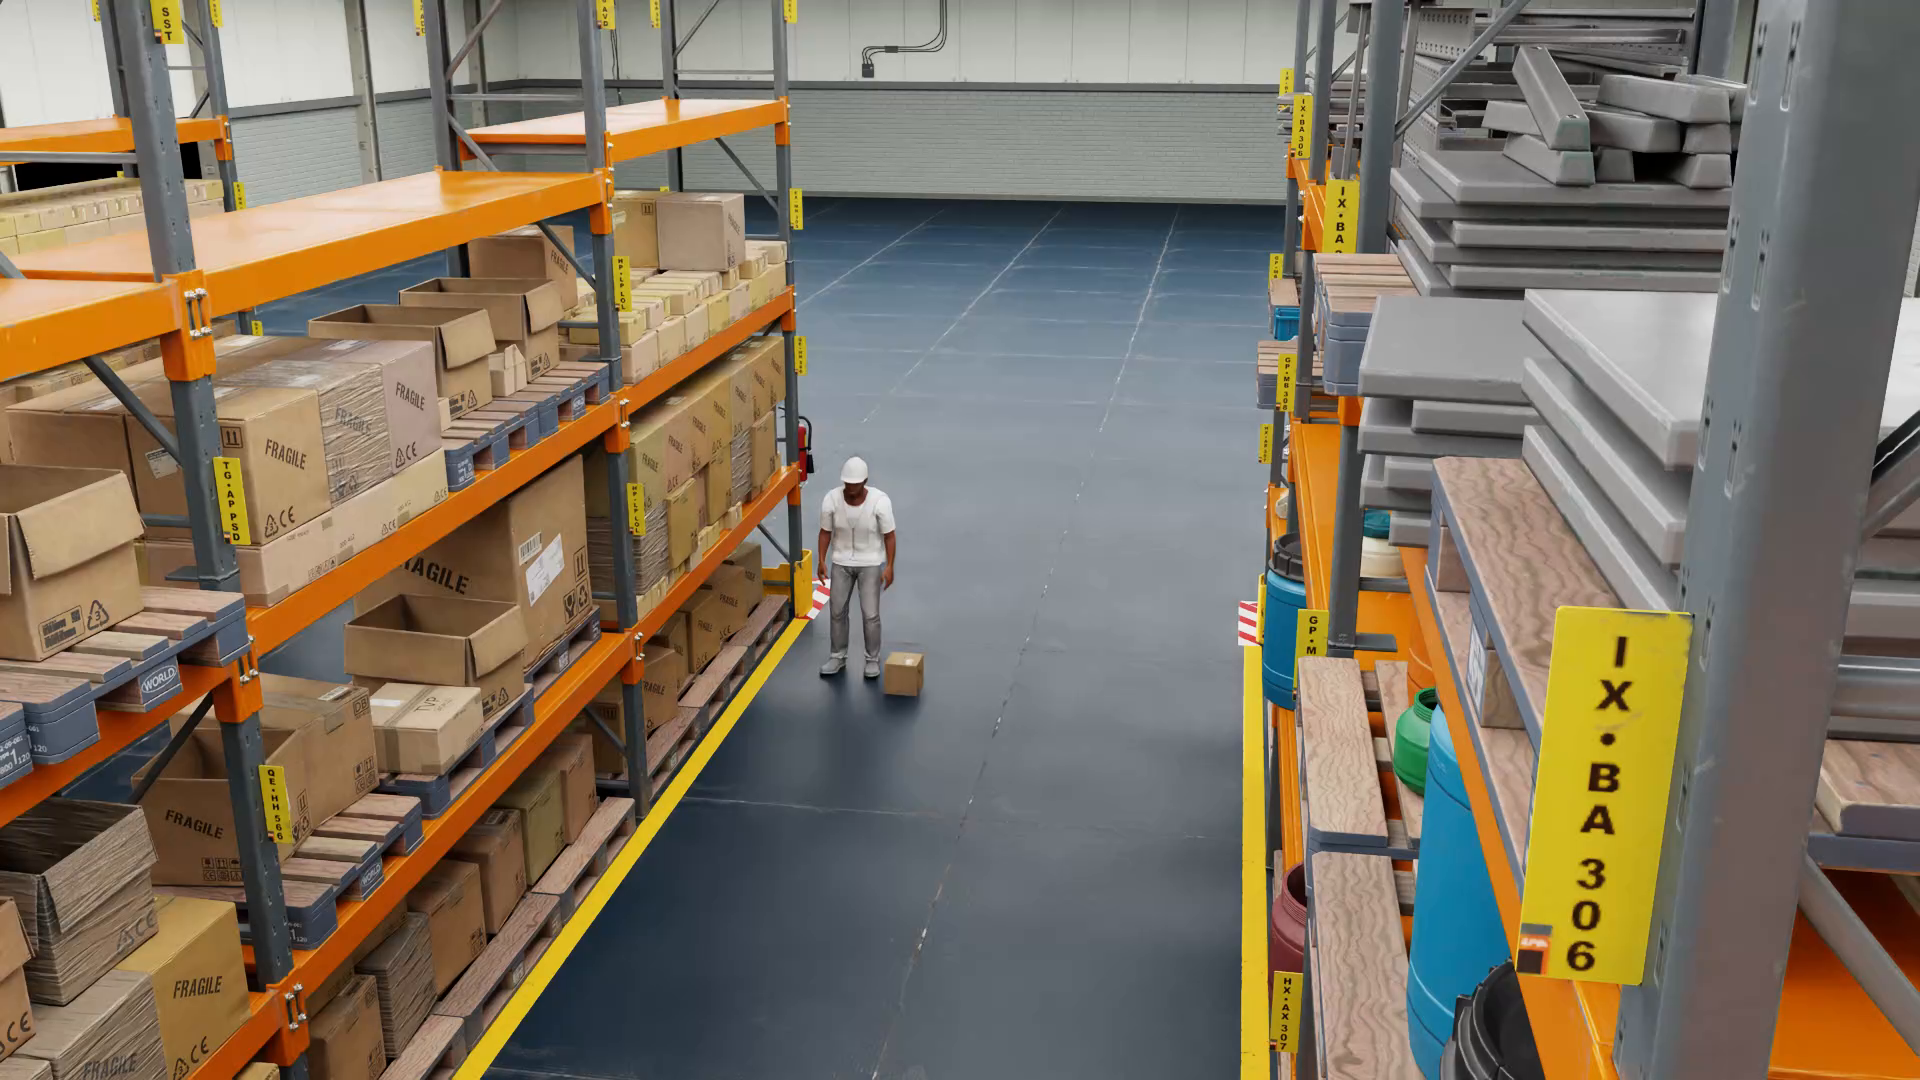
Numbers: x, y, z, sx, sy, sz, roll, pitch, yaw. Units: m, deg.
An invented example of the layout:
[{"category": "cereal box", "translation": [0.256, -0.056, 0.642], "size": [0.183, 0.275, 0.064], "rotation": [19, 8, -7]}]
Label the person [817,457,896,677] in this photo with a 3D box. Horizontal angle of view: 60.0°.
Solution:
[{"category": "person", "translation": [-0.805, 0.197, 12.891], "size": [0.616, 1.760, 0.459], "rotation": [3, 18, 10]}]
